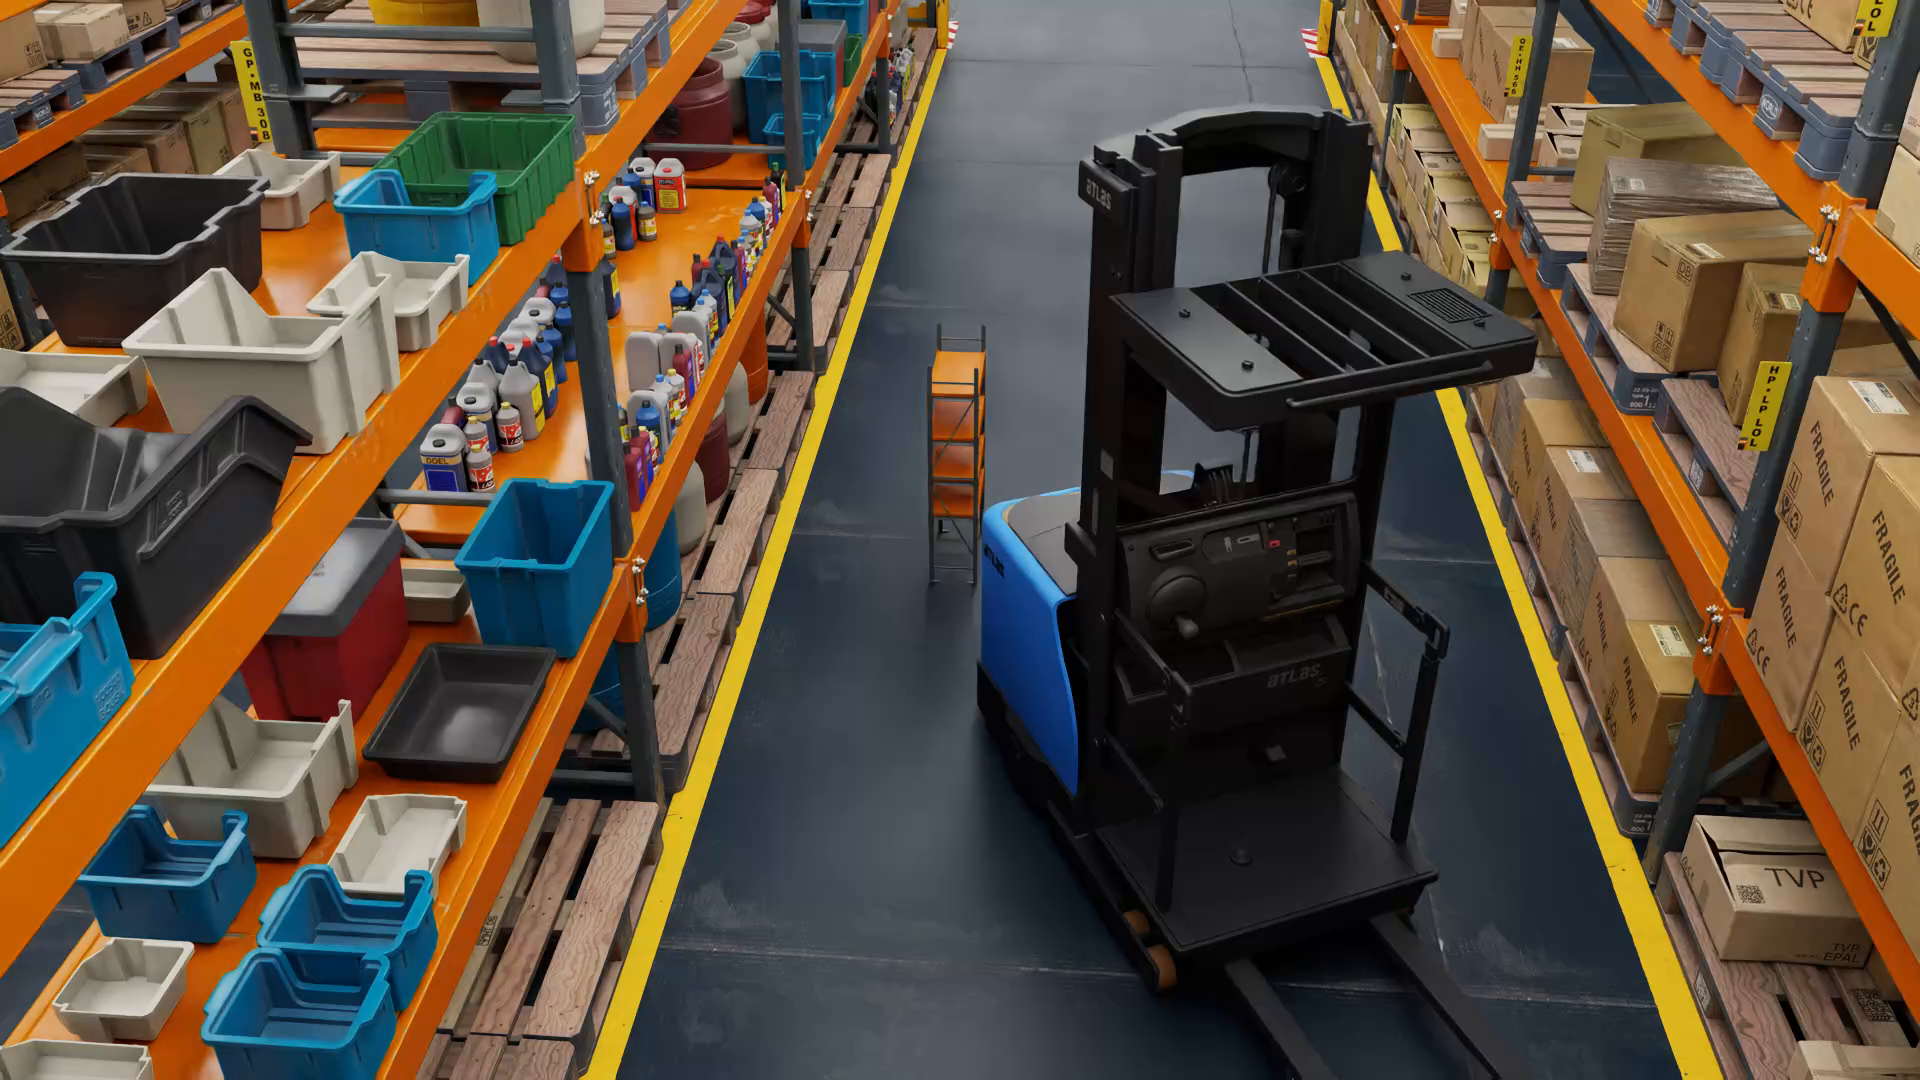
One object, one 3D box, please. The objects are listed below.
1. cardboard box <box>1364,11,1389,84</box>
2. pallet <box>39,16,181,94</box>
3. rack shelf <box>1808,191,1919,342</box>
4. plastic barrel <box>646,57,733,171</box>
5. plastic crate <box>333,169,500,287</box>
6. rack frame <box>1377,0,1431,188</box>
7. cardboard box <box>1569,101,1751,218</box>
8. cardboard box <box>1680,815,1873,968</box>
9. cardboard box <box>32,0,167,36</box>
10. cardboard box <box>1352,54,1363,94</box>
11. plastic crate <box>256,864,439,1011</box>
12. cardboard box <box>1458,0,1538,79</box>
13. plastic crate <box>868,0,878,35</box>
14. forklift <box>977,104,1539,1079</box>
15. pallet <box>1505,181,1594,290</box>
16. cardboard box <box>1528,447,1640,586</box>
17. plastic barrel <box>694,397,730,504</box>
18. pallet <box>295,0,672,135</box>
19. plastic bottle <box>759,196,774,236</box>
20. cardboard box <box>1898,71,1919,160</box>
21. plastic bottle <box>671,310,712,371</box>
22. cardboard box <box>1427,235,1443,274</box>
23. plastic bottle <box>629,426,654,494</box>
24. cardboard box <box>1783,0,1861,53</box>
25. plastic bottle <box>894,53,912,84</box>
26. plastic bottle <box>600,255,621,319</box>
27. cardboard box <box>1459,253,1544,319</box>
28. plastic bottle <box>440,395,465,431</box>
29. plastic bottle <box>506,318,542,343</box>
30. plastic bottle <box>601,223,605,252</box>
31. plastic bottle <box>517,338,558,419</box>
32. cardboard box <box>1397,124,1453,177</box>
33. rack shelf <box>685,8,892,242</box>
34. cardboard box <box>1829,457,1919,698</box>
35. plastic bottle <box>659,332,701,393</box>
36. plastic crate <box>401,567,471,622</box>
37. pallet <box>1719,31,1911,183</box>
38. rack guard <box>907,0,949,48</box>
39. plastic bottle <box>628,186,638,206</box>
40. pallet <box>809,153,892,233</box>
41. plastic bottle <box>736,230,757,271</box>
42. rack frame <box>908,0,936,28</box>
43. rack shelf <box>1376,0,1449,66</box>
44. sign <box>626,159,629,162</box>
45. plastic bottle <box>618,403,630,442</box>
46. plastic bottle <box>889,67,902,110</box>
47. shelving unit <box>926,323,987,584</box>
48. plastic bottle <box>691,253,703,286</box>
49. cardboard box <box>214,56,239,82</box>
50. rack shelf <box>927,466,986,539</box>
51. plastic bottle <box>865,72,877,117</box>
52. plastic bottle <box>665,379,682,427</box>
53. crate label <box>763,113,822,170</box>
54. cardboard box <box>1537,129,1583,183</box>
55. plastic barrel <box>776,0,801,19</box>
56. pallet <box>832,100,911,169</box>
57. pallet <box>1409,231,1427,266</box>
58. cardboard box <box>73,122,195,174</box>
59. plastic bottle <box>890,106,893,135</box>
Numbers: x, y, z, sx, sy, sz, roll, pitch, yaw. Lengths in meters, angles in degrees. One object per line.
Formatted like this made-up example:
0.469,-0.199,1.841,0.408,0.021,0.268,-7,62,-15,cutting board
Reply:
3.775,-4.211,14.229,0.500,0.500,0.500,2,32,4,cardboard box
-6.213,-3.398,11.587,1.003,0.211,1.213,2,32,4,pallet
3.051,0.149,3.475,1.077,0.370,4.000,2,32,4,rack shelf
-1.661,-2.544,9.890,0.600,0.536,0.708,2,32,4,plastic barrel
-1.478,-0.855,4.579,0.416,0.233,0.300,2,32,4,plastic crate
3.865,-4.109,12.558,1.000,3.000,0.127,2,32,4,rack frame
3.601,-1.905,8.486,0.700,0.500,0.500,-8,33,-13,cardboard box
2.964,1.242,6.019,0.500,0.311,0.500,2,32,4,cardboard box
-6.057,-3.846,11.634,0.797,0.503,0.637,6,32,9,cardboard box
3.802,-4.154,14.851,0.500,0.250,0.500,2,32,4,cardboard box
-1.568,1.038,4.310,0.416,0.233,0.300,2,32,4,plastic crate
3.744,-3.475,11.435,0.500,0.500,0.500,5,32,8,cardboard box
-0.806,-4.083,12.456,0.402,0.464,0.583,2,32,4,plastic crate
1.085,0.147,5.717,1.130,2.935,3.031,-12,33,-18,forklift
3.555,-1.578,8.635,1.213,0.211,1.003,2,32,4,pallet
3.098,-0.106,8.025,0.500,0.500,0.500,1,32,2,cardboard box
-1.512,-0.536,8.659,0.600,0.588,0.708,2,32,4,plastic barrel
-1.756,-1.750,6.051,1.213,0.211,1.003,2,32,4,pallet
-1.051,-1.736,8.898,0.097,0.201,0.097,0,32,0,plastic bottle
2.927,-1.108,4.496,0.500,0.250,0.500,2,32,4,cardboard box
-1.211,-0.918,7.498,0.152,0.276,0.135,2,32,4,plastic bottle
3.422,-1.844,11.103,0.500,0.250,0.500,3,32,5,cardboard box
-1.257,-0.333,6.542,0.061,0.283,0.133,2,32,4,plastic bottle
3.360,-2.077,5.812,0.600,0.600,0.600,2,32,3,cardboard box
-0.517,-4.260,14.980,0.152,0.276,0.135,2,32,3,plastic bottle
-1.722,-1.253,7.971,0.144,0.351,0.185,2,32,4,plastic bottle
3.337,-1.549,10.090,0.500,0.311,0.500,3,32,5,cardboard box
-2.039,-0.432,6.704,0.061,0.283,0.133,2,32,4,plastic bottle
-1.931,-0.831,7.358,0.152,0.276,0.135,2,32,4,plastic bottle
-1.867,-1.538,8.498,0.061,0.283,0.133,2,32,4,plastic bottle
-1.815,-0.703,7.079,0.144,0.351,0.185,2,32,4,plastic bottle
3.538,-2.889,12.265,0.500,0.311,0.500,2,32,3,cardboard box
-1.234,-2.970,11.397,1.077,0.370,4.000,2,32,4,rack shelf
2.854,0.110,4.664,0.500,0.500,0.500,2,32,2,cardboard box
-1.230,-0.796,7.301,0.152,0.276,0.135,2,32,4,plastic bottle
-1.903,0.185,5.785,0.396,0.136,0.243,2,32,4,plastic crate
3.337,-1.461,5.581,1.213,0.211,1.003,2,32,4,pallet
-0.705,-5.308,16.887,1.175,0.500,0.348,2,32,4,rack guard
-1.799,-1.823,9.039,0.097,0.201,0.097,0,32,0,plastic bottle
-1.096,-2.723,12.967,1.003,0.211,1.213,2,32,4,pallet
-1.091,-1.482,8.485,0.097,0.201,0.097,0,32,0,plastic bottle
-0.746,-6.414,16.299,1.000,3.000,0.127,2,32,4,rack frame
4.028,-4.849,14.444,1.077,0.370,4.000,2,32,4,rack shelf
-1.946,-2.320,9.500,0.100,0.325,0.005,2,32,4,sign
-1.401,-0.467,6.839,0.097,0.201,0.097,0,32,0,plastic bottle
-0.577,-3.885,14.301,0.144,0.351,0.185,1,32,2,plastic bottle
-0.013,-0.424,8.295,0.258,1.200,0.503,2,32,4,shelving unit
-1.256,-1.263,8.052,0.061,0.283,0.133,2,32,4,plastic bottle
-5.935,-3.856,14.130,0.500,0.500,0.500,2,32,2,cardboard box
-0.013,-0.198,8.434,0.258,0.148,0.480,2,32,4,rack shelf
-0.736,-3.793,14.151,0.144,0.351,0.185,2,32,4,plastic bottle
-1.231,-0.582,7.025,0.097,0.201,0.097,0,32,0,plastic bottle
-0.989,-2.364,9.886,0.303,0.233,0.416,2,32,4,crate label
3.613,-2.168,9.493,0.500,0.311,0.500,4,32,7,cardboard box
-1.368,-3.889,12.073,0.433,0.535,0.433,0,32,0,plastic barrel
-0.975,-3.485,14.203,1.003,0.211,1.213,2,32,4,pallet
3.748,-1.895,11.624,1.003,0.211,1.213,2,32,4,pallet
-6.182,-2.796,12.391,0.700,0.500,0.500,0,32,0,cardboard box
-0.608,-3.496,13.745,0.097,0.271,0.097,0,32,0,plastic bottle
